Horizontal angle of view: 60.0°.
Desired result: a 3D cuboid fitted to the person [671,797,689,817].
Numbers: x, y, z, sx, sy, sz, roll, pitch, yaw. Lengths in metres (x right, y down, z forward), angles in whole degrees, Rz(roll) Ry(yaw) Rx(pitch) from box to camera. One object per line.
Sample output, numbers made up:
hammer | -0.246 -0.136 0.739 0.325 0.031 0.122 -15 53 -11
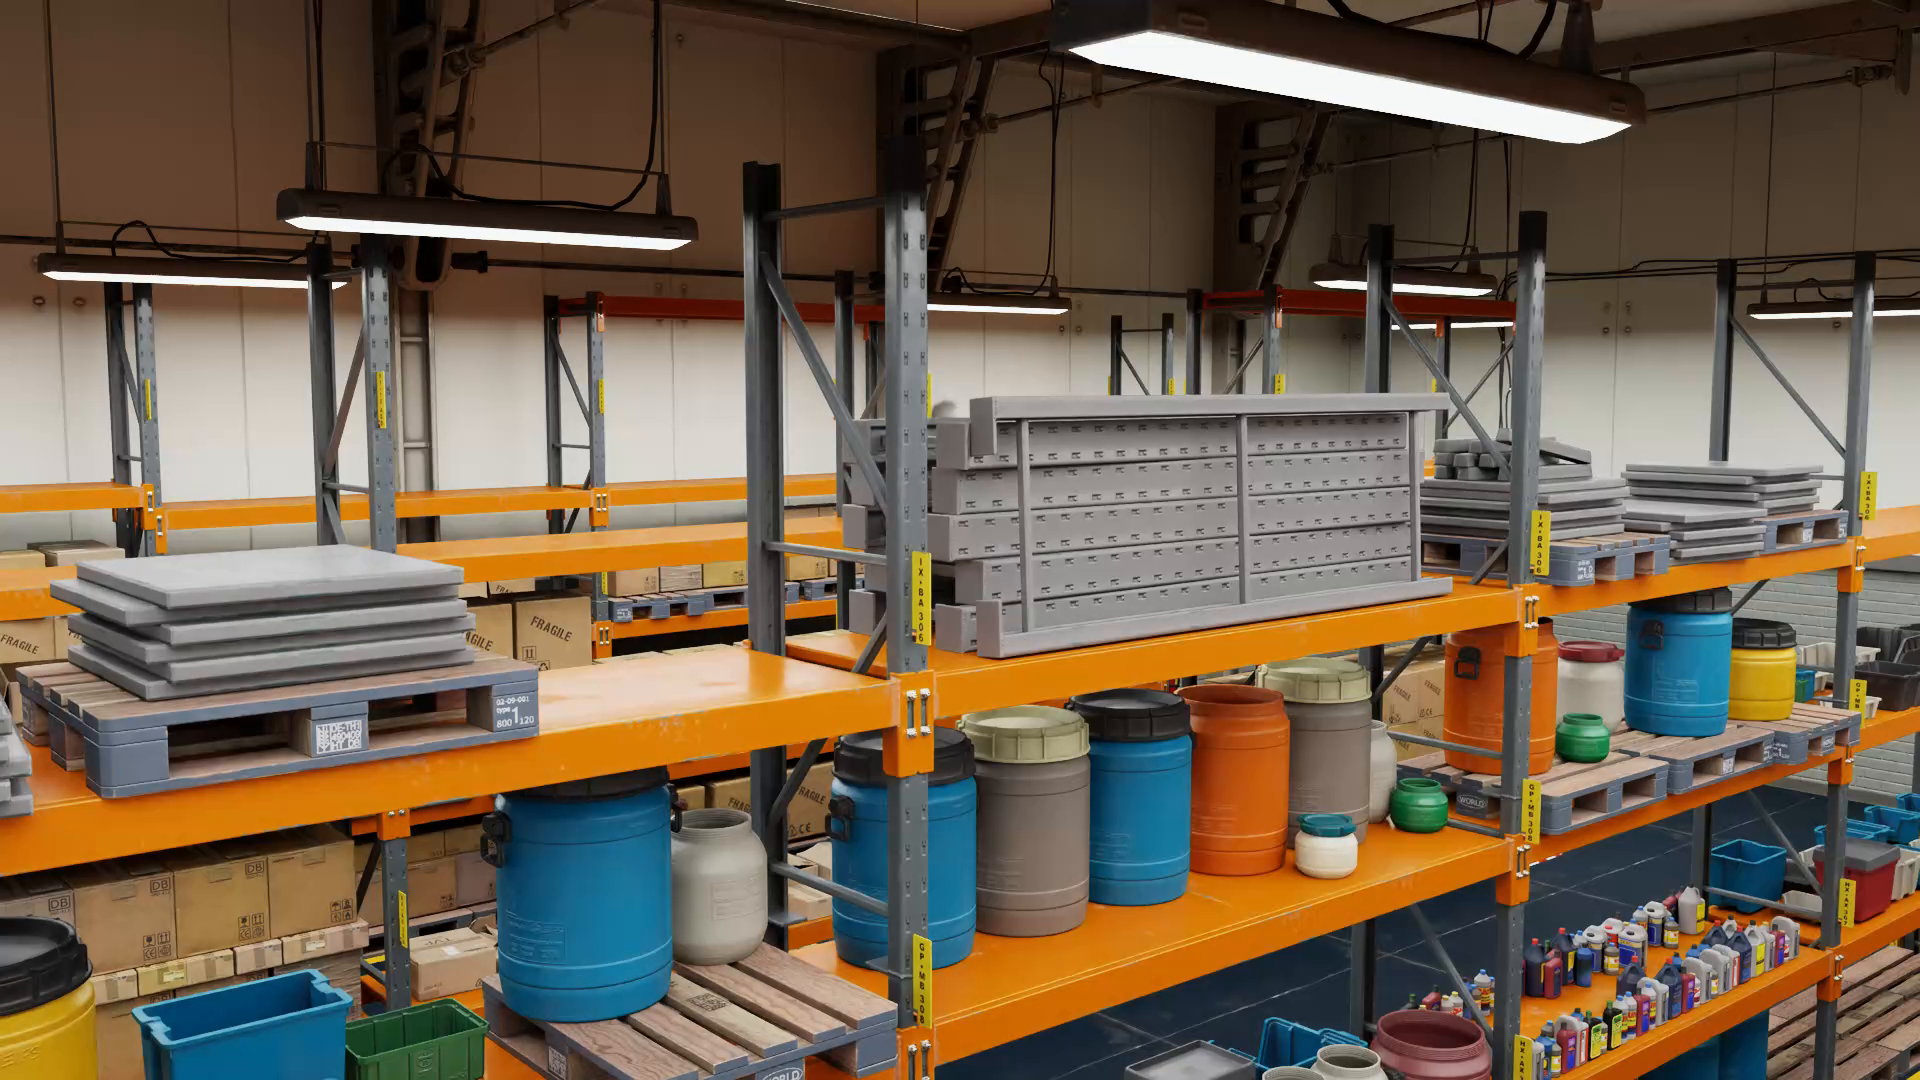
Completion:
person | -2.398 3.001 14.211 0.724 1.646 0.510 -5 8 -44
